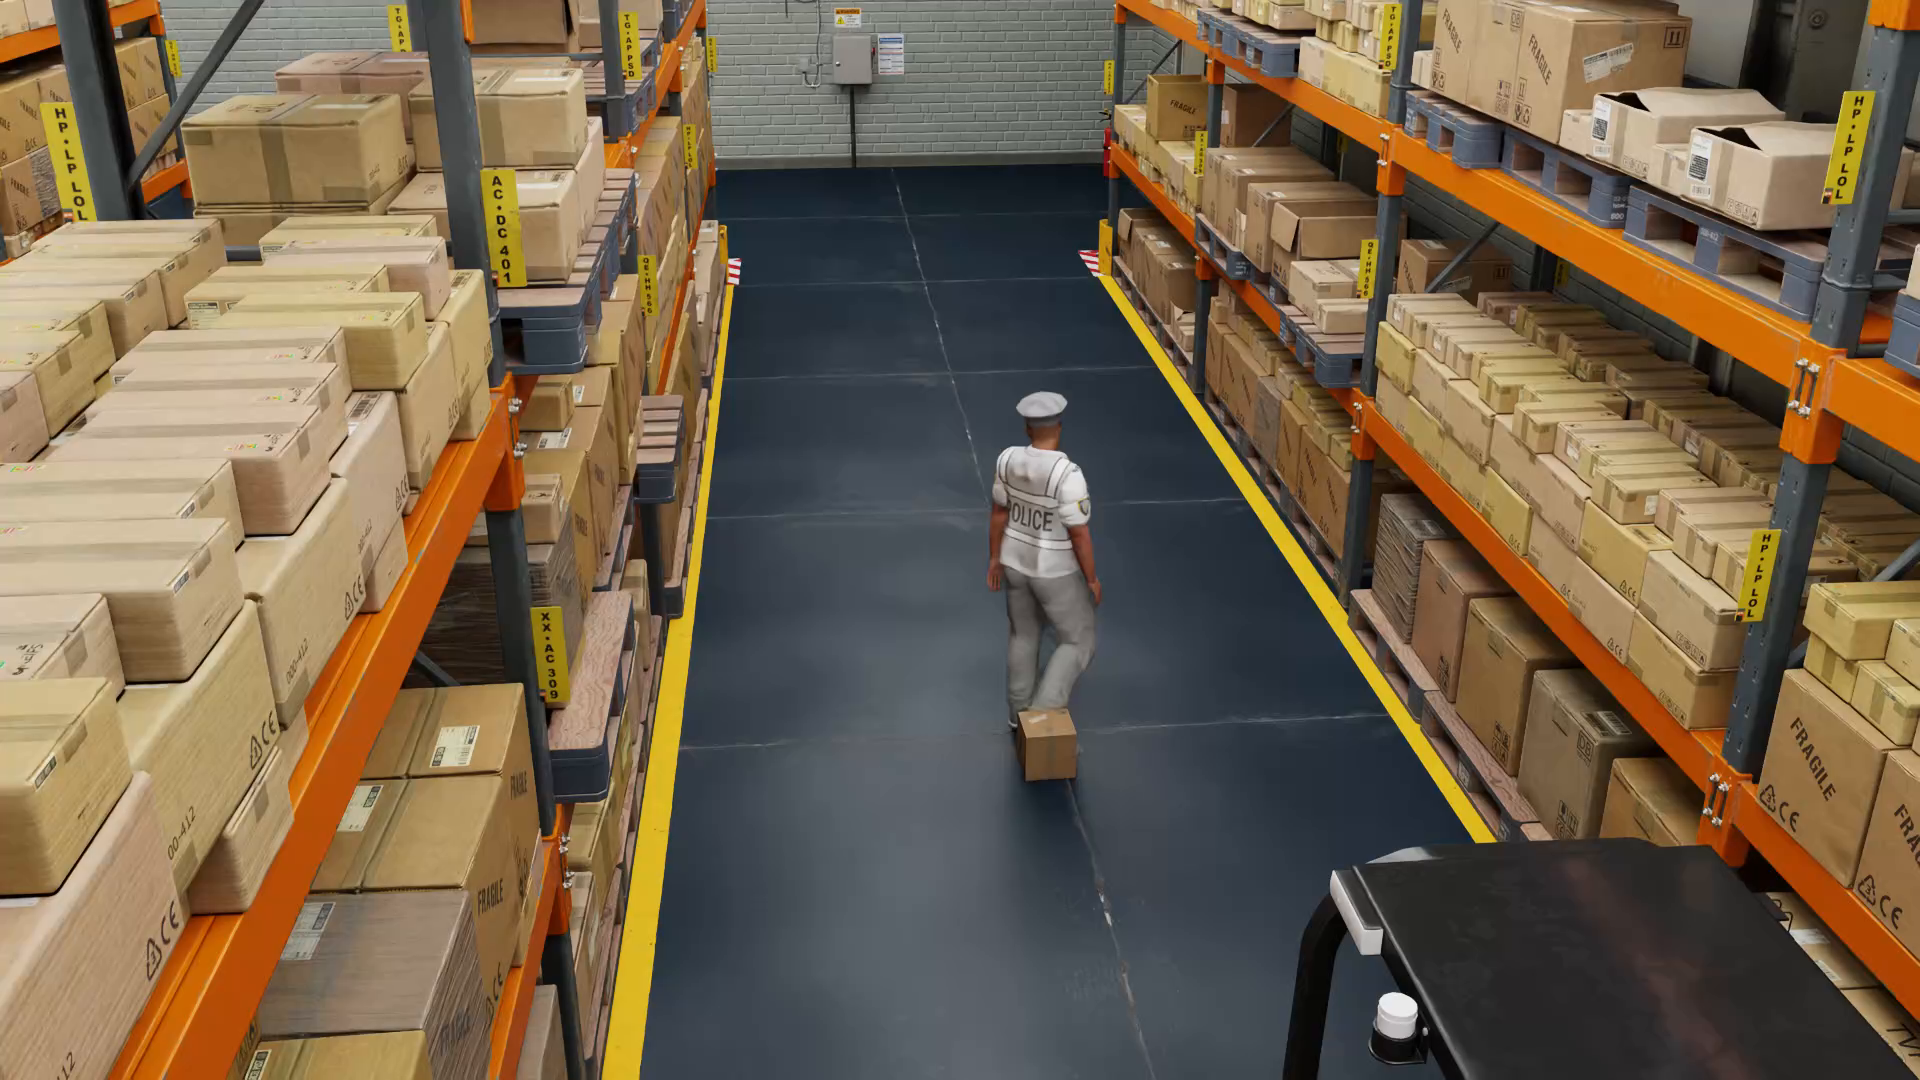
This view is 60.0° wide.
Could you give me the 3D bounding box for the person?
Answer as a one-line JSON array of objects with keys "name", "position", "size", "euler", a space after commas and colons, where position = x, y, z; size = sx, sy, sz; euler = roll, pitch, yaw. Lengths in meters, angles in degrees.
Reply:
[{"name": "person", "position": [0.433, 0.165, 8.171], "size": [0.706, 1.739, 0.503], "euler": [22, 32, 40]}]
